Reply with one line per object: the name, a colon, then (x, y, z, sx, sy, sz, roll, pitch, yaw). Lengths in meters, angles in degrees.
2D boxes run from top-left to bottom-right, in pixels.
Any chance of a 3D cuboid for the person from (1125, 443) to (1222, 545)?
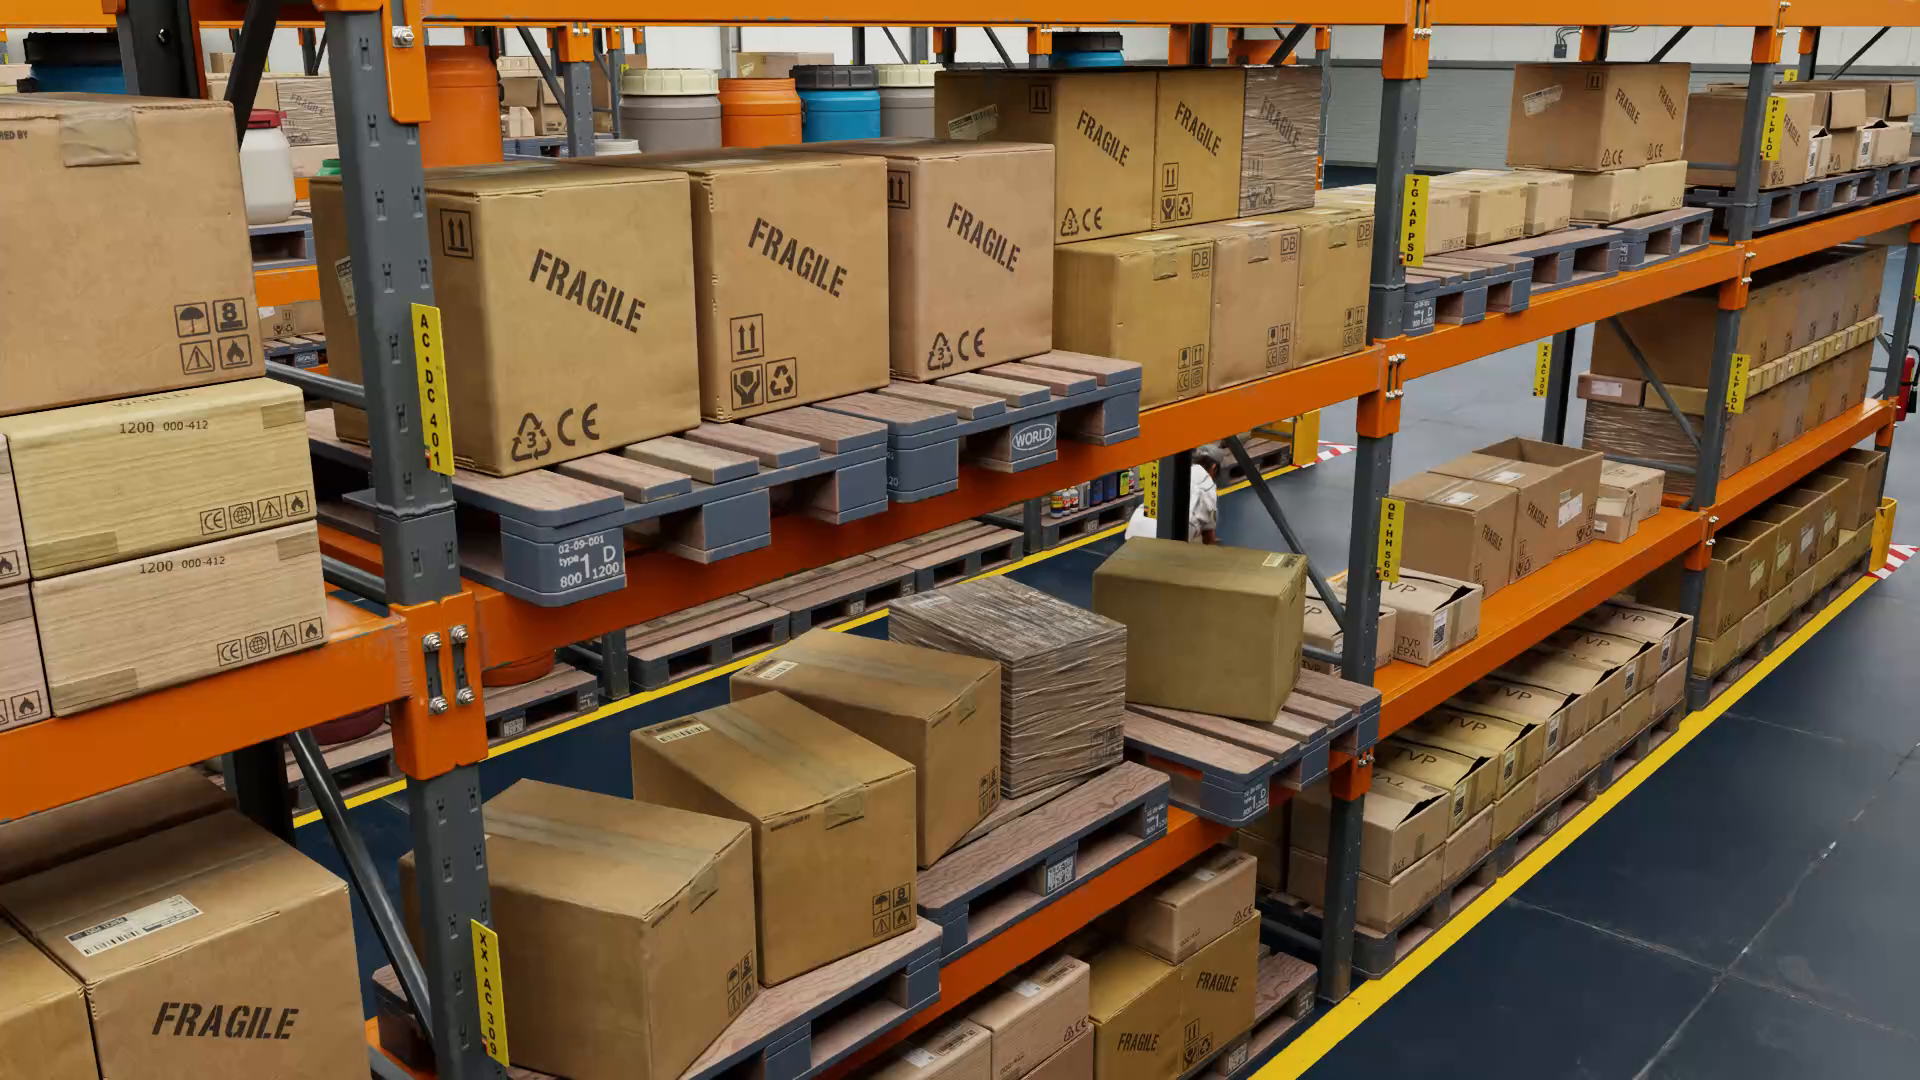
person: (1.405, 0.111, 10.663, 0.452, 1.390, 0.848, 14, 22, 38)
